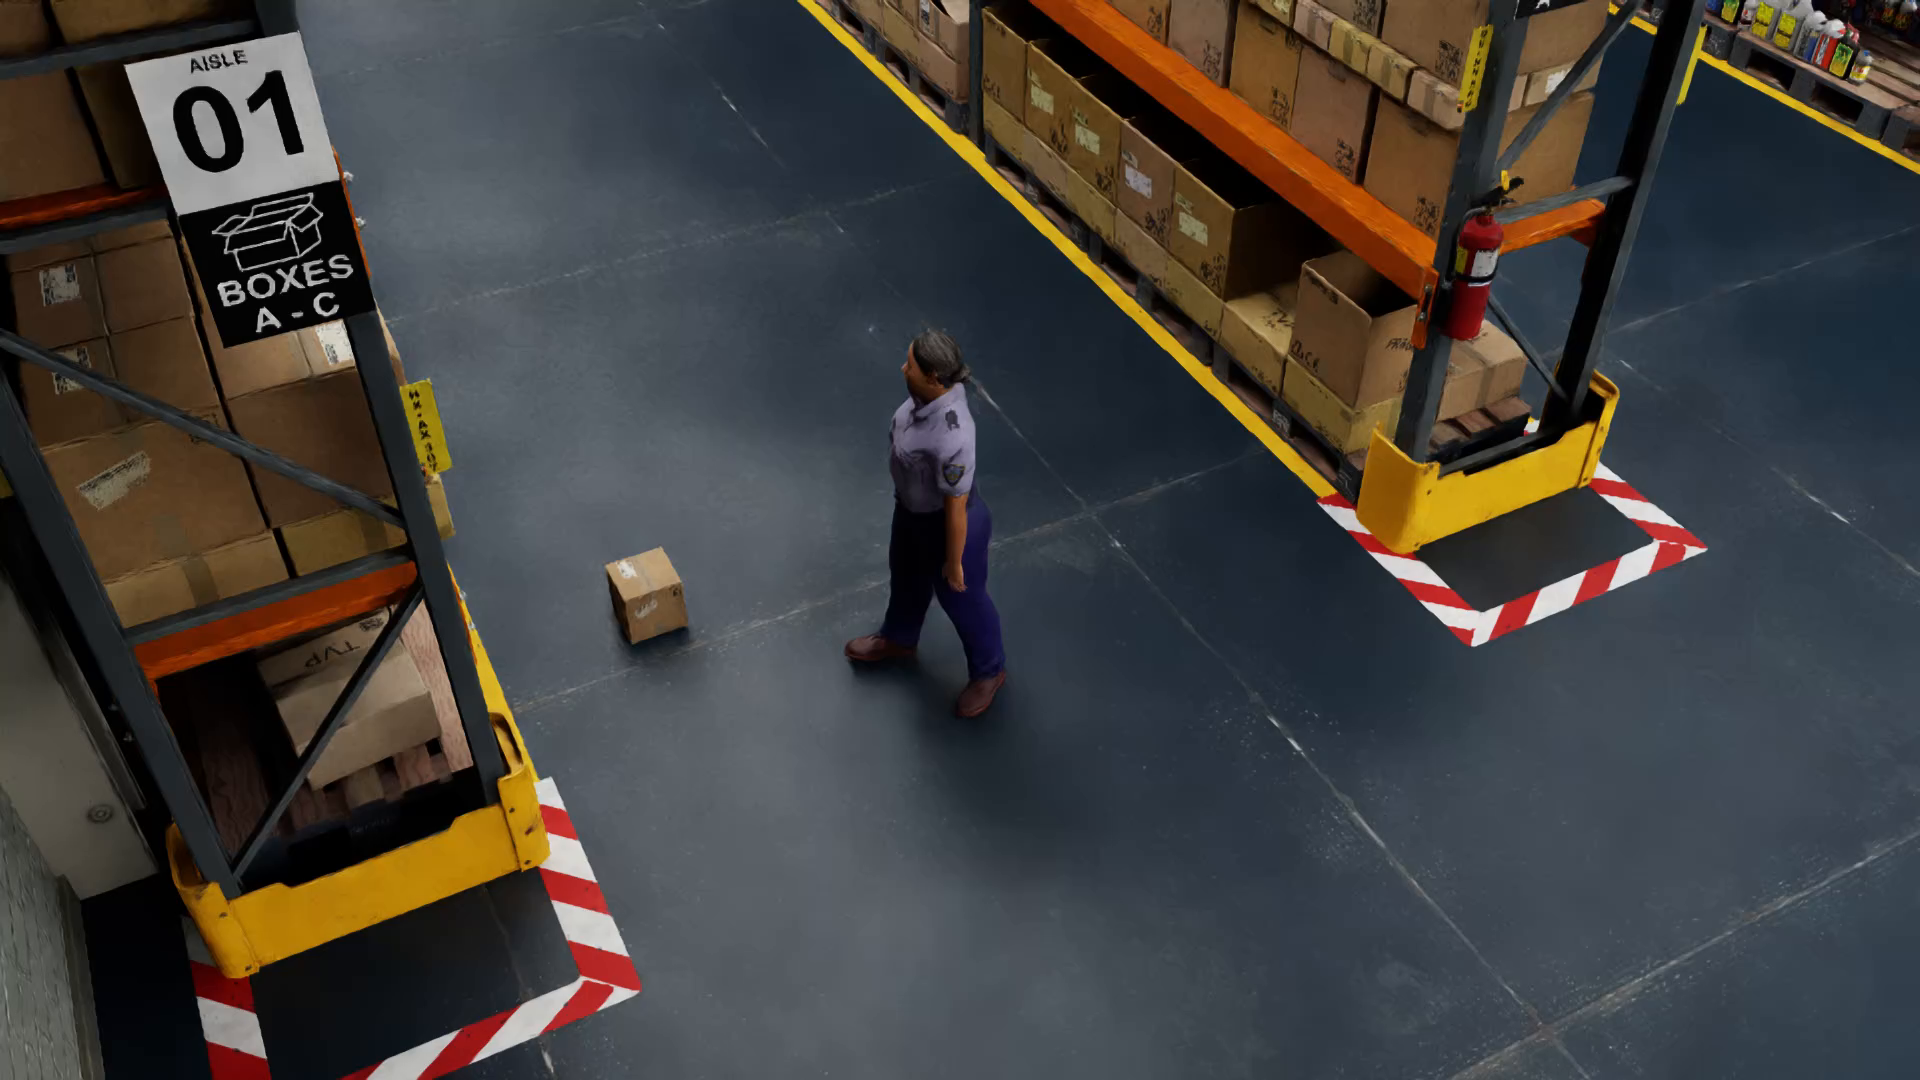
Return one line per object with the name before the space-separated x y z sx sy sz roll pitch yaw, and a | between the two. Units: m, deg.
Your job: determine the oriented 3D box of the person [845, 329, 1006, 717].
person | -0.148 -0.094 6.259 0.604 1.629 0.664 -10 43 -12
